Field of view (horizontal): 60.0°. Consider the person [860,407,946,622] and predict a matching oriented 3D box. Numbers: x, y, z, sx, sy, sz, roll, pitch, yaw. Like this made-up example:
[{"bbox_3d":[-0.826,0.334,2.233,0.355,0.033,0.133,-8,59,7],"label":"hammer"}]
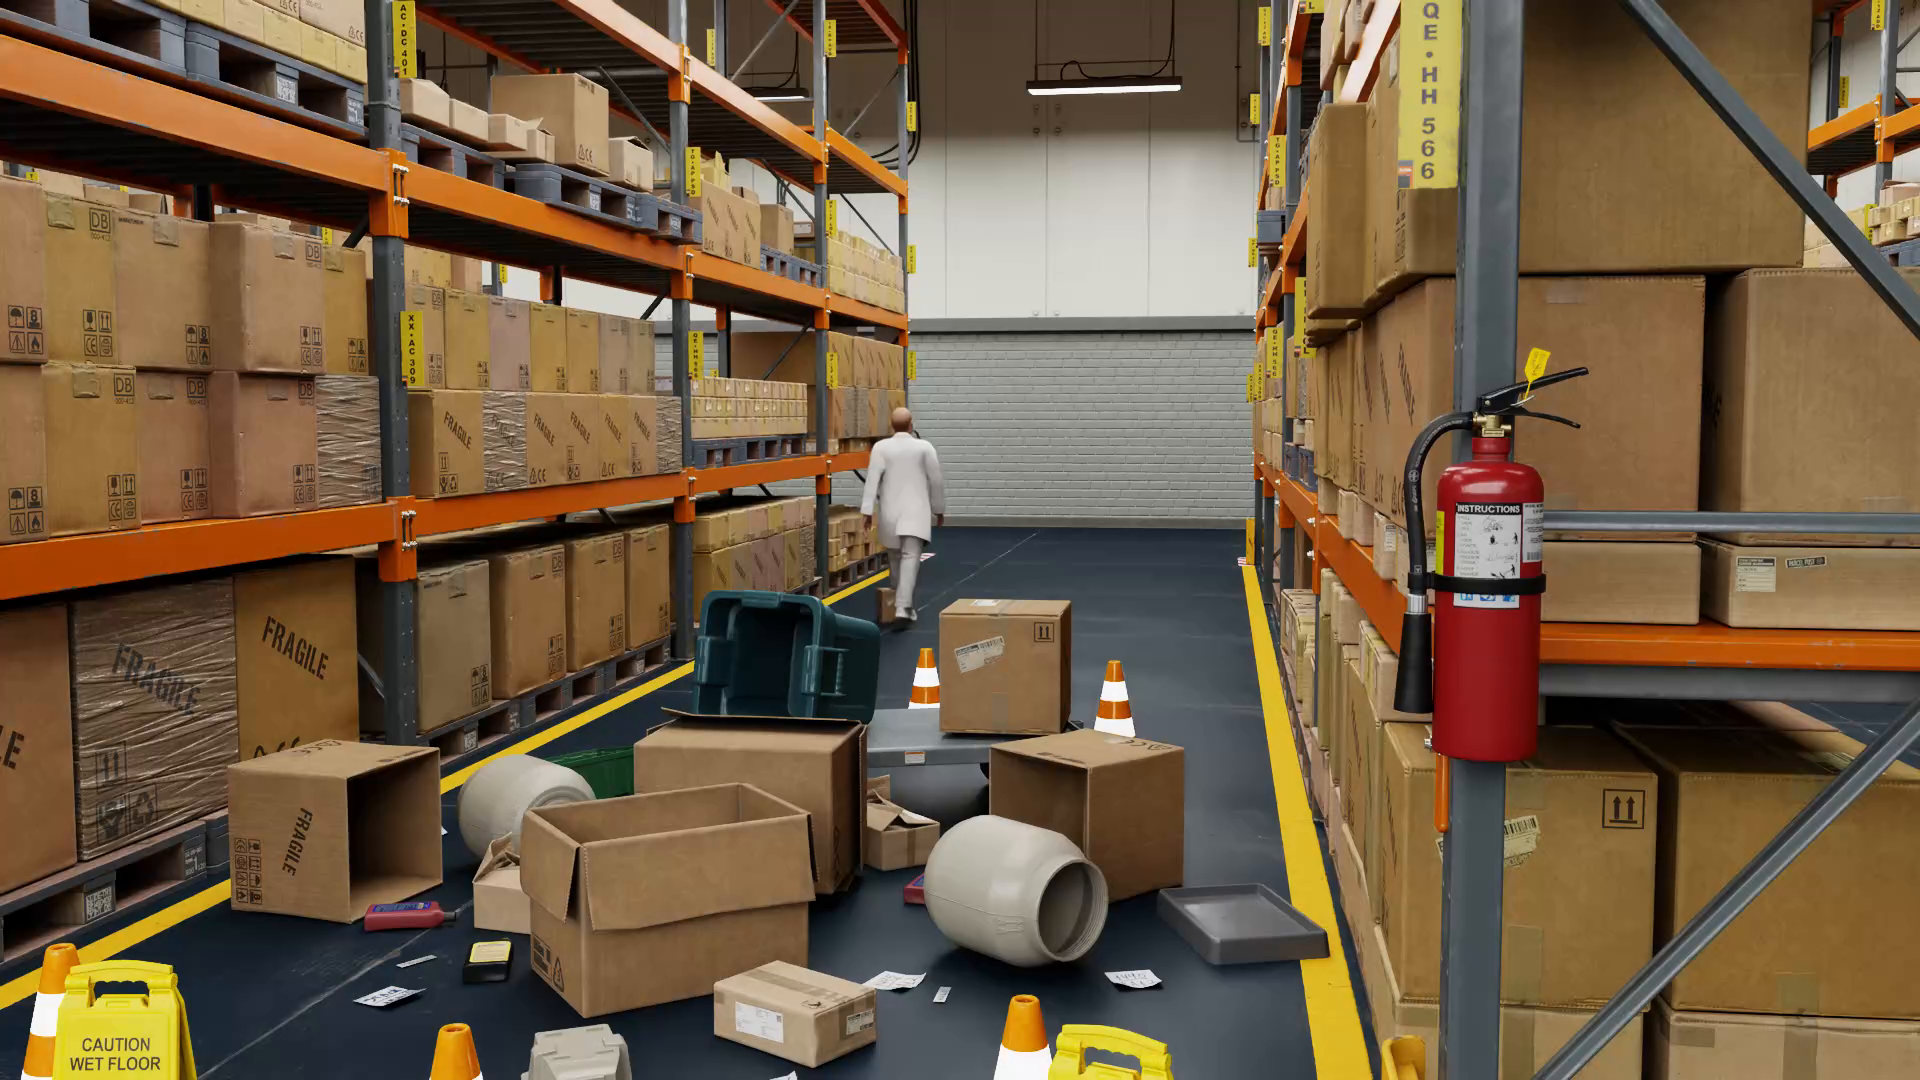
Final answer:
[{"bbox_3d":[-0.453,-0.214,13.422,0.637,1.717,1.194,1,4,10],"label":"person"}]
